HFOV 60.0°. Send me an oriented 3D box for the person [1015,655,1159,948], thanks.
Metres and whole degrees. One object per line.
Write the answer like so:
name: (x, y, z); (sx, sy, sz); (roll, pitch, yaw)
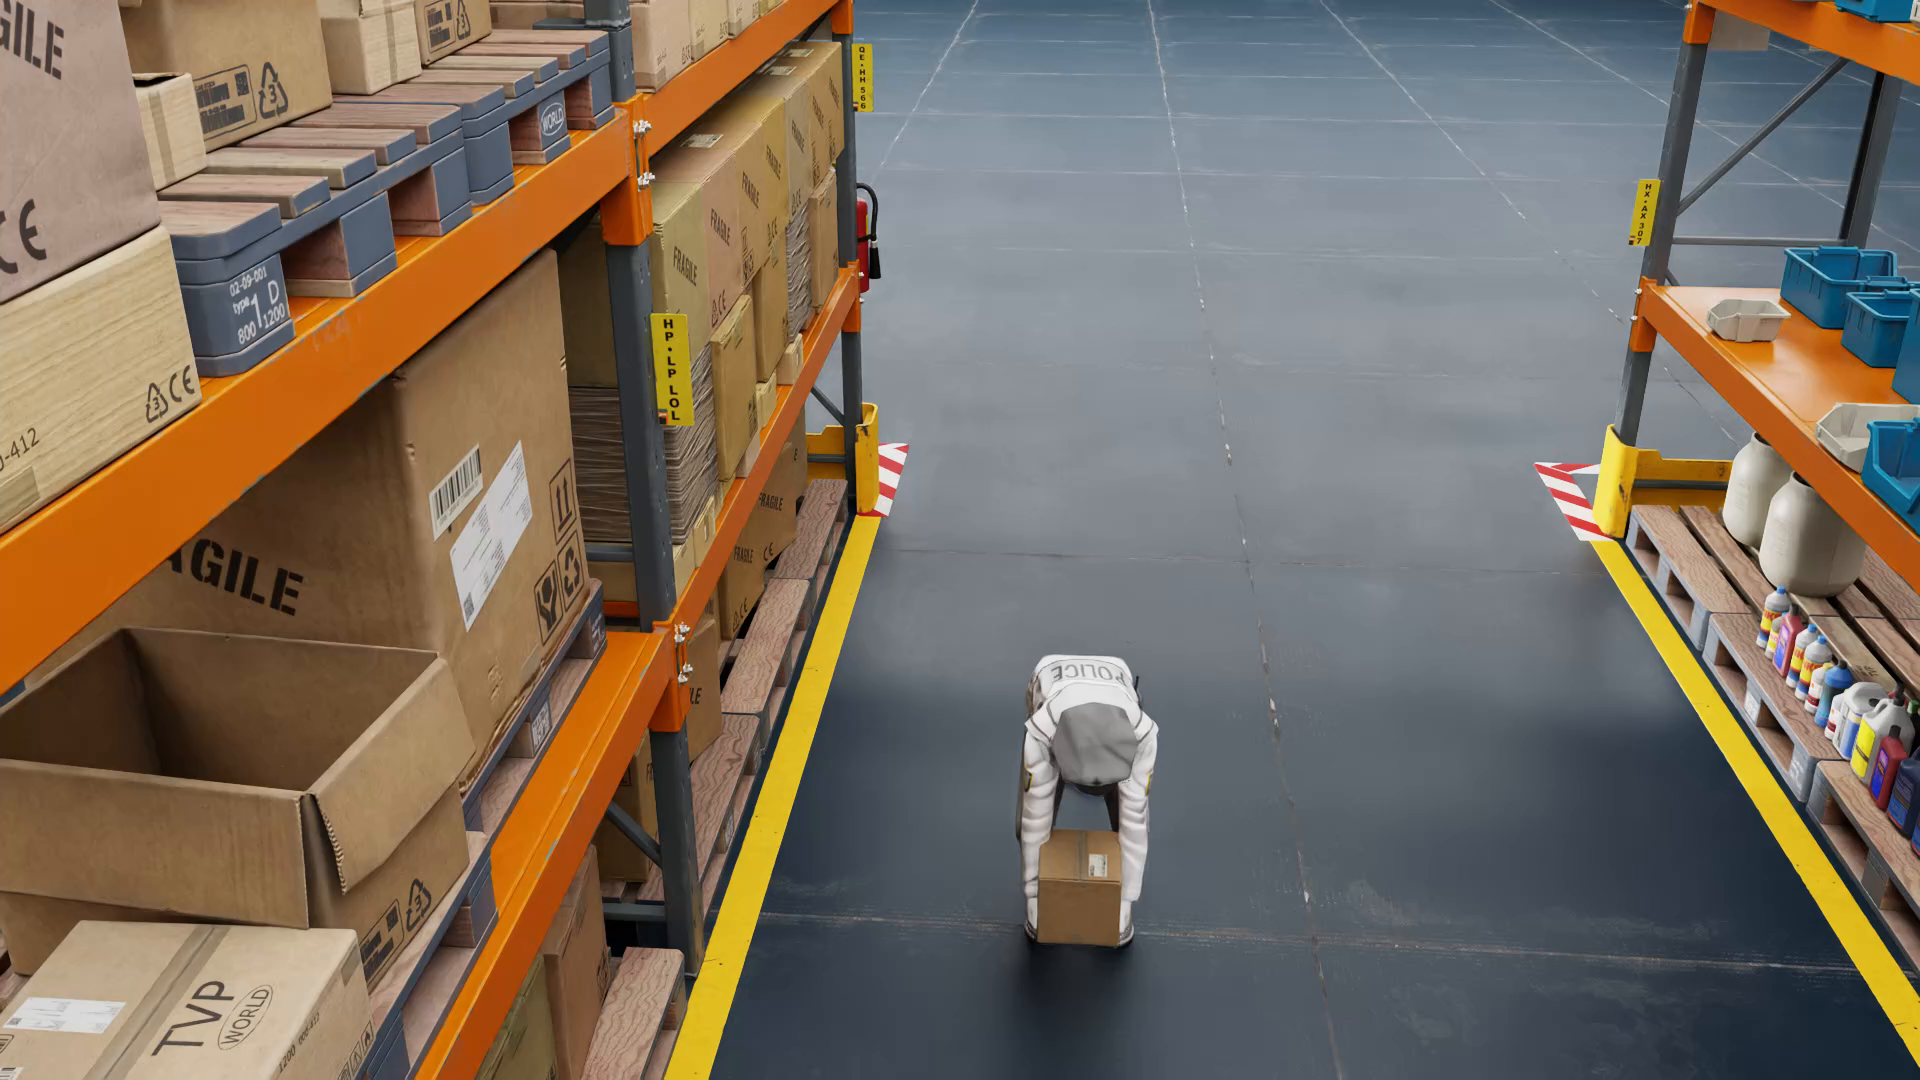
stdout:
person: (0.399, 0.877, 5.318); (0.441, 1.148, 0.915); (1, 25, 2)
